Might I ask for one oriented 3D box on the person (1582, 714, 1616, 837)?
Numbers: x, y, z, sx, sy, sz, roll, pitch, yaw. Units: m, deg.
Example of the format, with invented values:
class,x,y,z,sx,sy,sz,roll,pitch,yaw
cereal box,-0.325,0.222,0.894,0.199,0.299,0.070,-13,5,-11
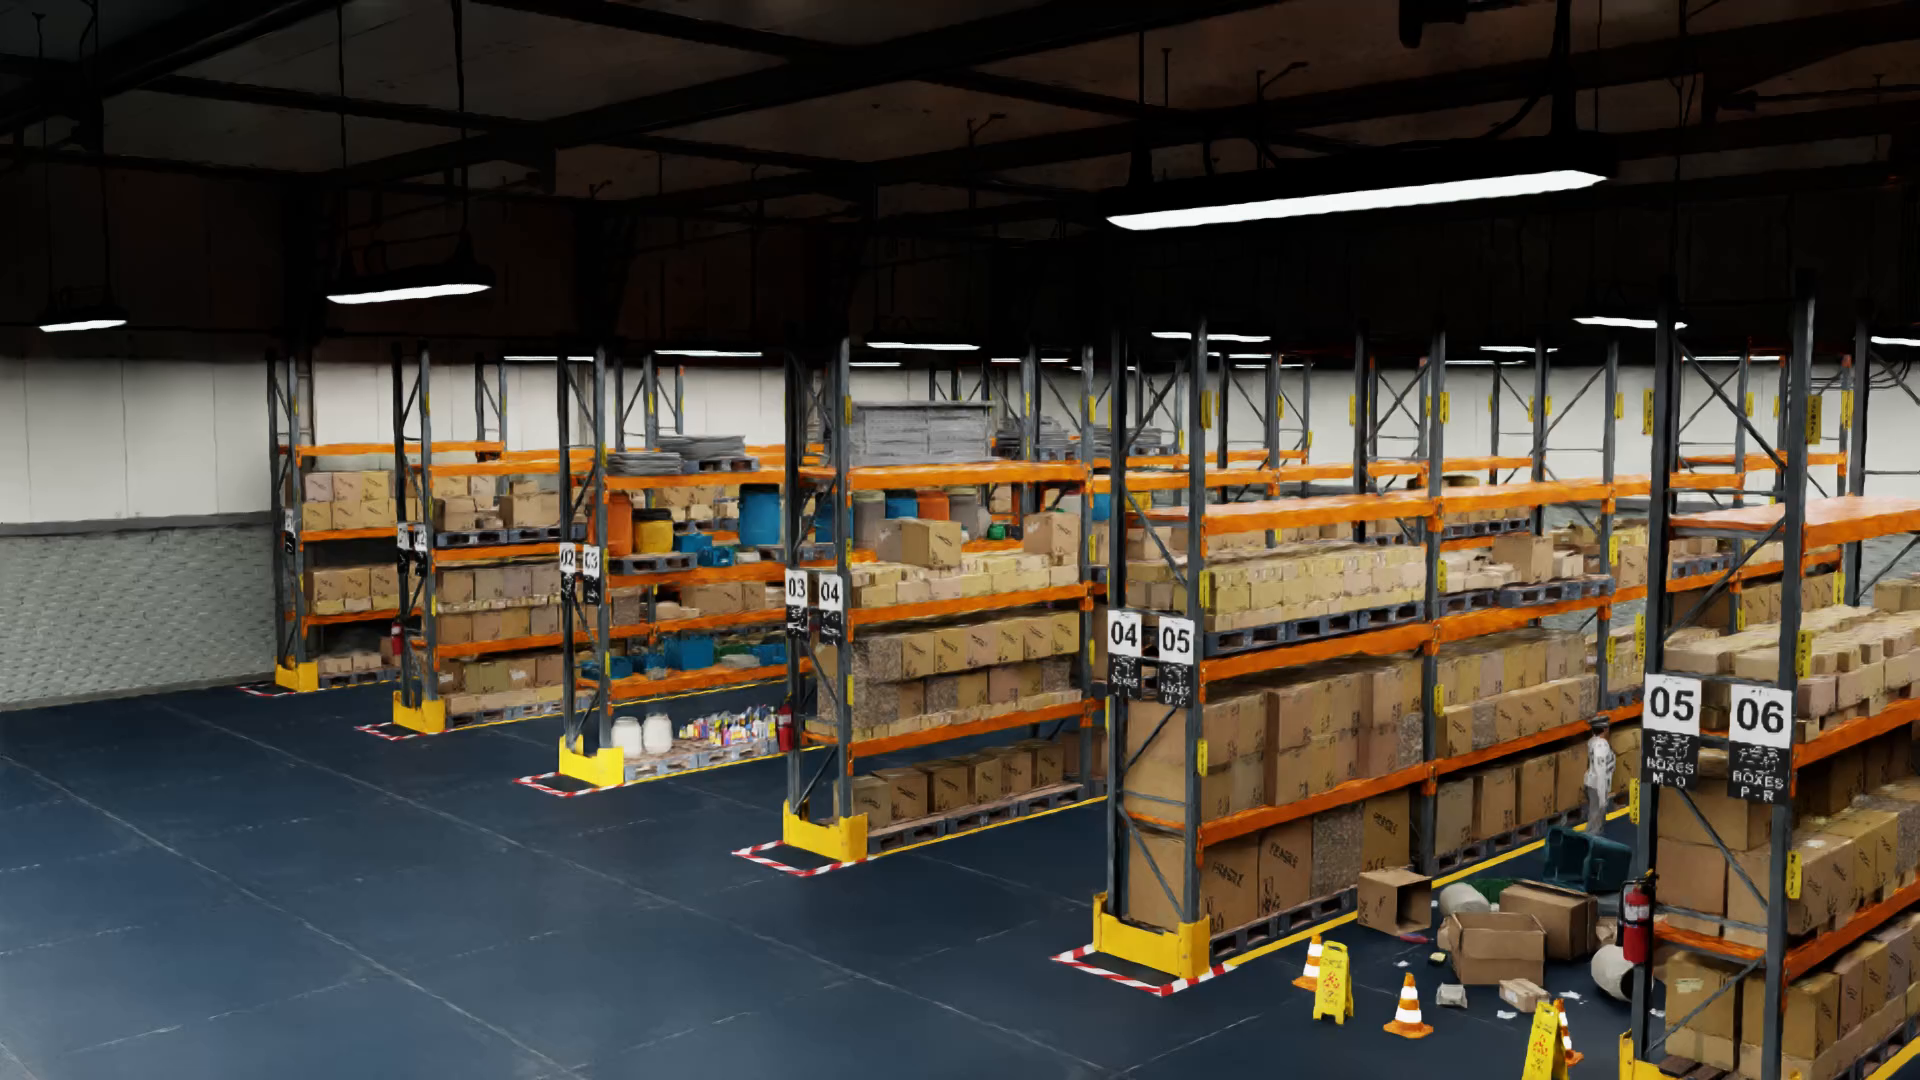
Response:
class,x,y,z,sx,sy,sz,roll,pitch,yaw
person,7.018,2.743,18.187,0.409,1.677,0.532,1,5,16
